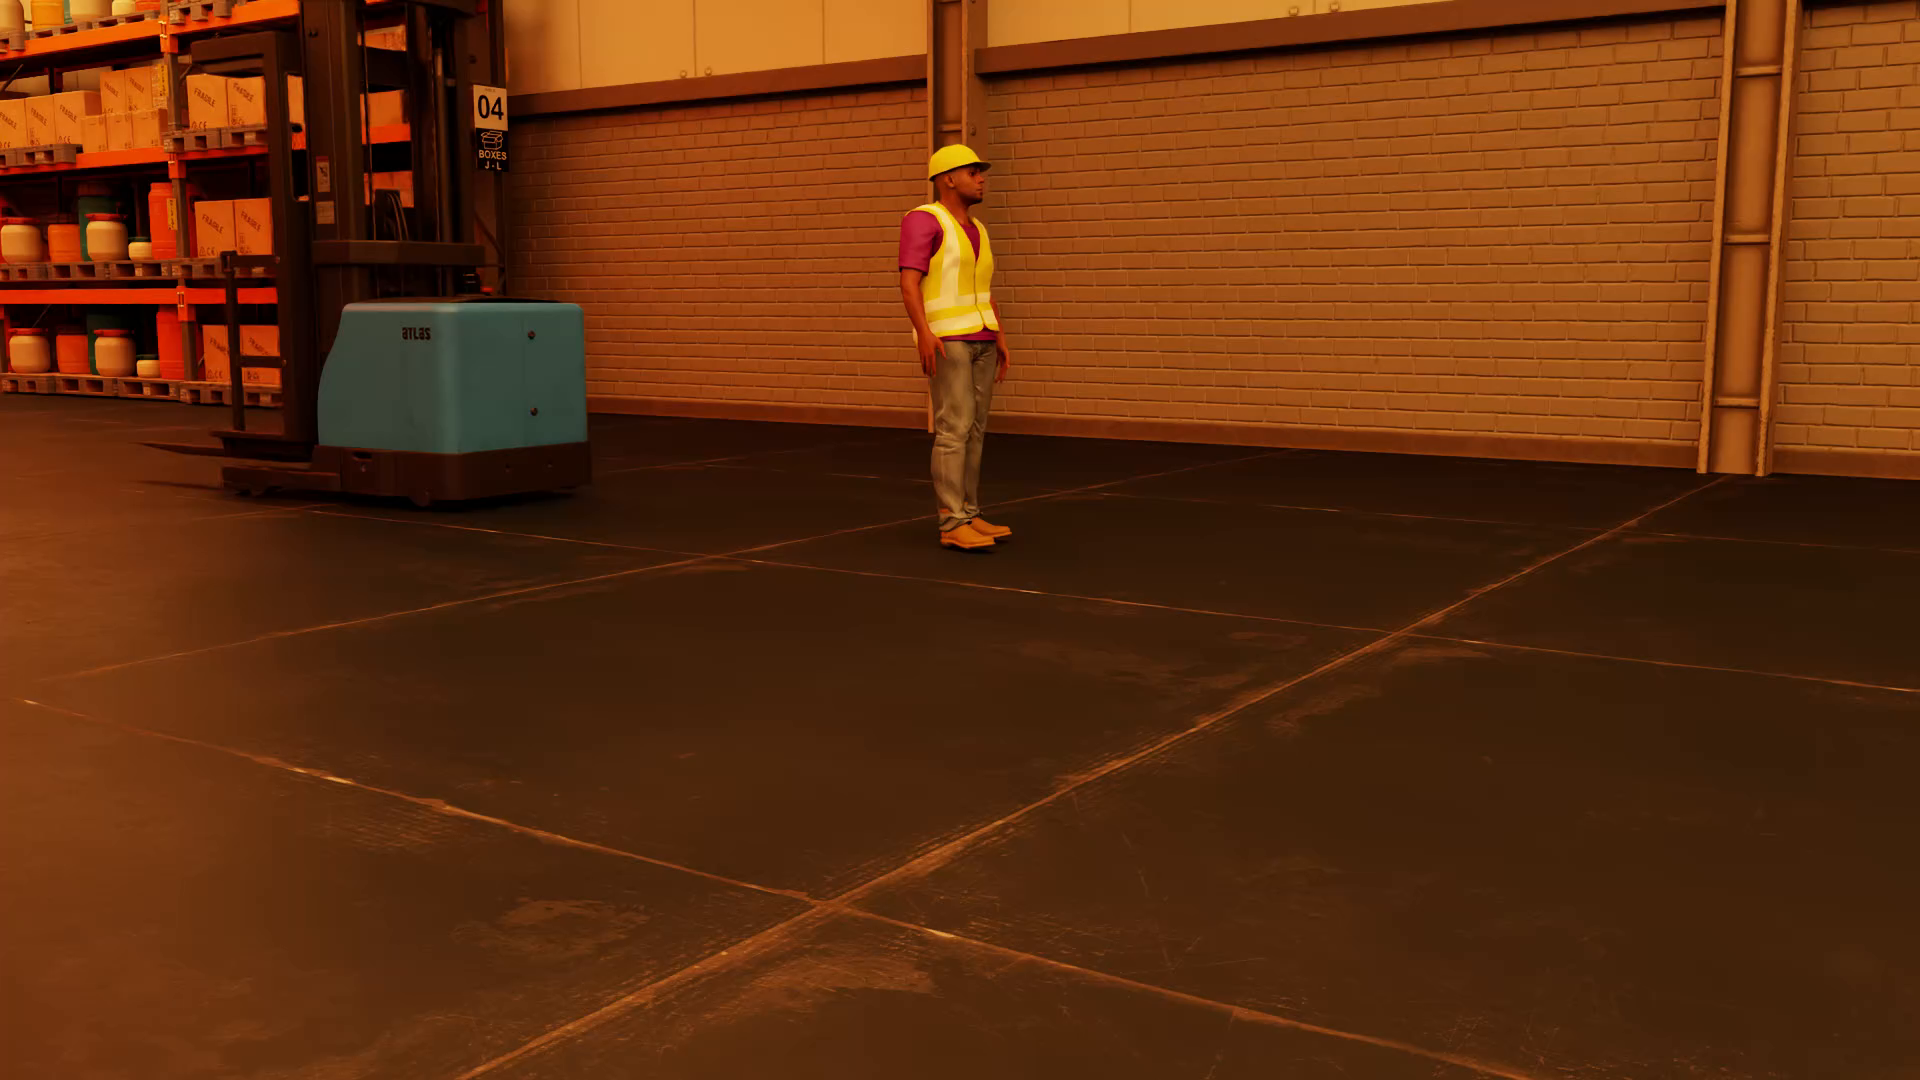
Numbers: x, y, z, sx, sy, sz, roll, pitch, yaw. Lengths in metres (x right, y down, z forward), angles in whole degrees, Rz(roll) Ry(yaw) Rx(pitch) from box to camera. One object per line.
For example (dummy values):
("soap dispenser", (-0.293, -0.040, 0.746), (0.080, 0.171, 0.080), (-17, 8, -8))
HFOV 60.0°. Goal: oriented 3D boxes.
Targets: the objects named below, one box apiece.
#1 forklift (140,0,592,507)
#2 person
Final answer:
("forklift", (-3.580, -1.752, 9.510), (3.031, 2.935, 1.130), (5, 10, 32))
("person", (0.055, -0.876, 7.435), (0.575, 1.768, 0.665), (5, 10, 34))
